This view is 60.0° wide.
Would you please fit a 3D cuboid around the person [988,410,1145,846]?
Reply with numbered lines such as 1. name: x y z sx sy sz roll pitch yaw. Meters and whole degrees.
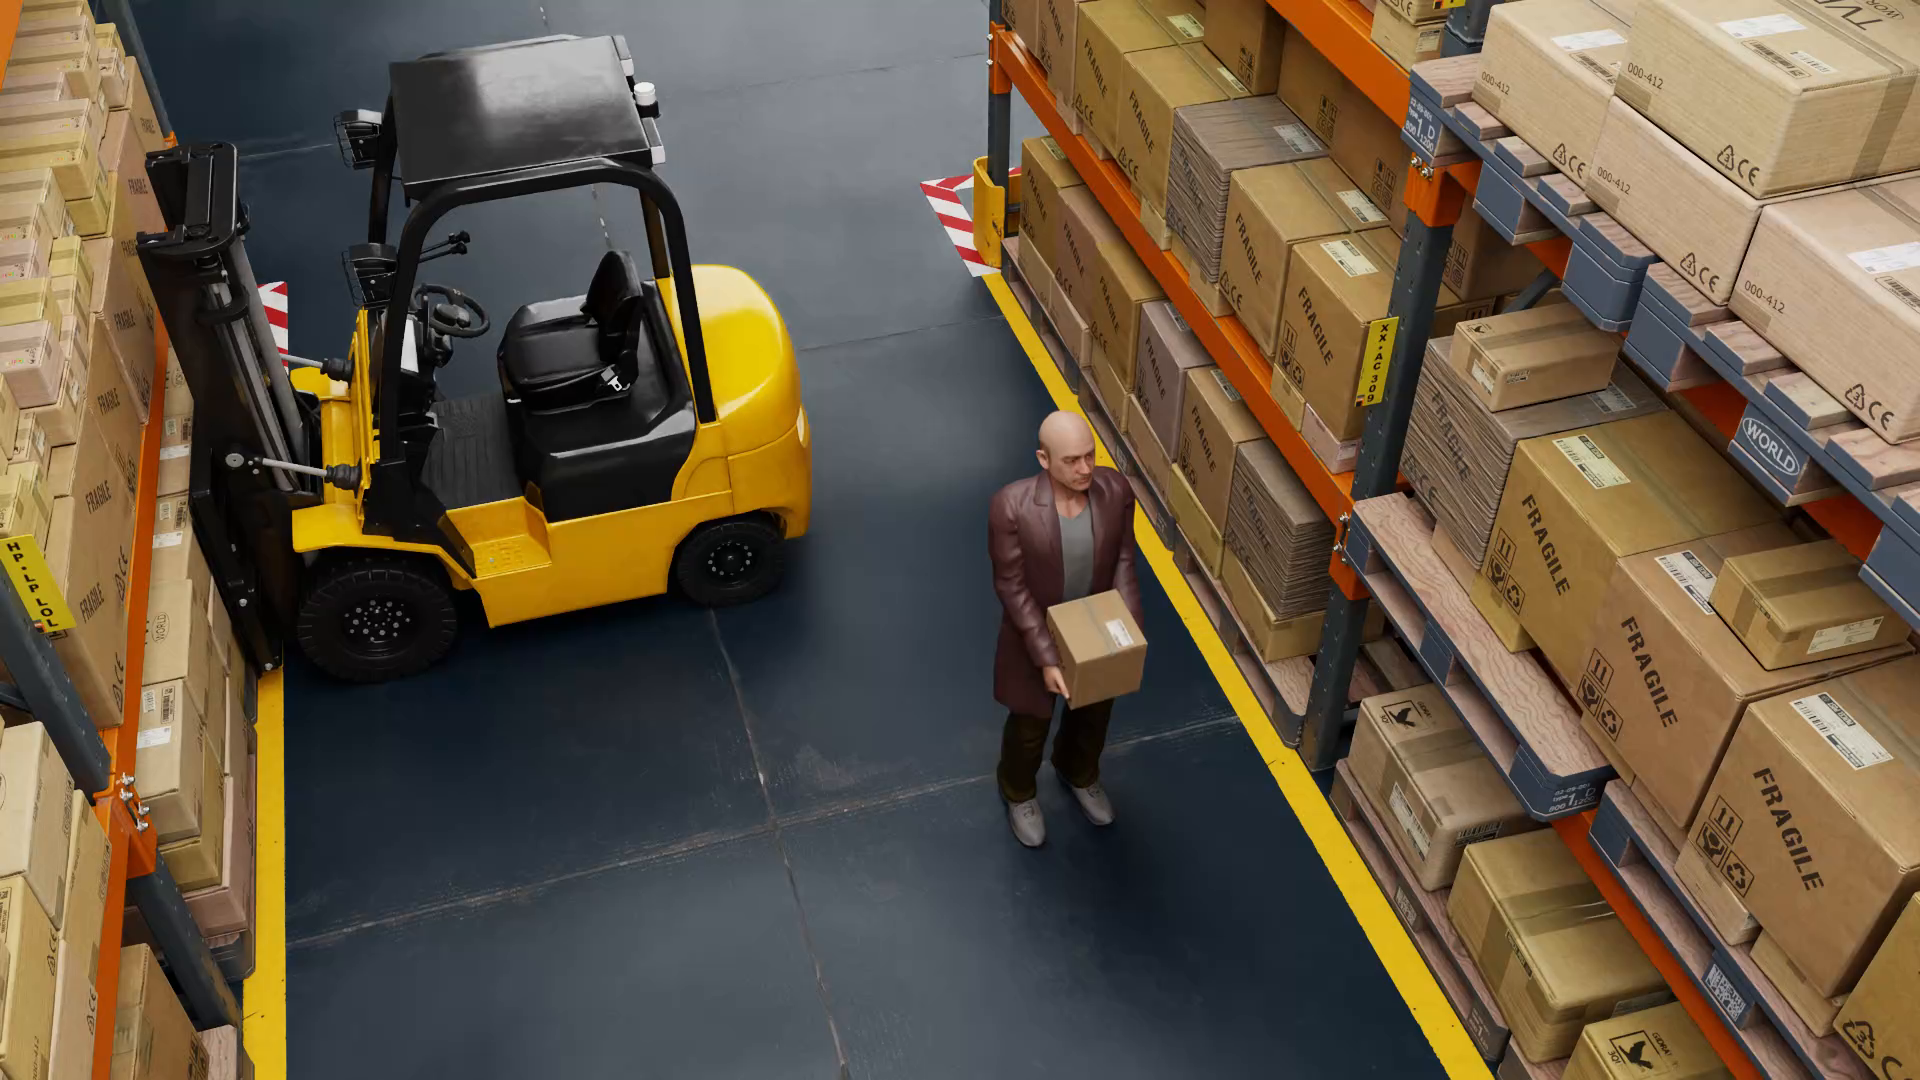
1. person: 0.388 0.384 5.744 0.530 1.769 0.563 -14 44 -15
